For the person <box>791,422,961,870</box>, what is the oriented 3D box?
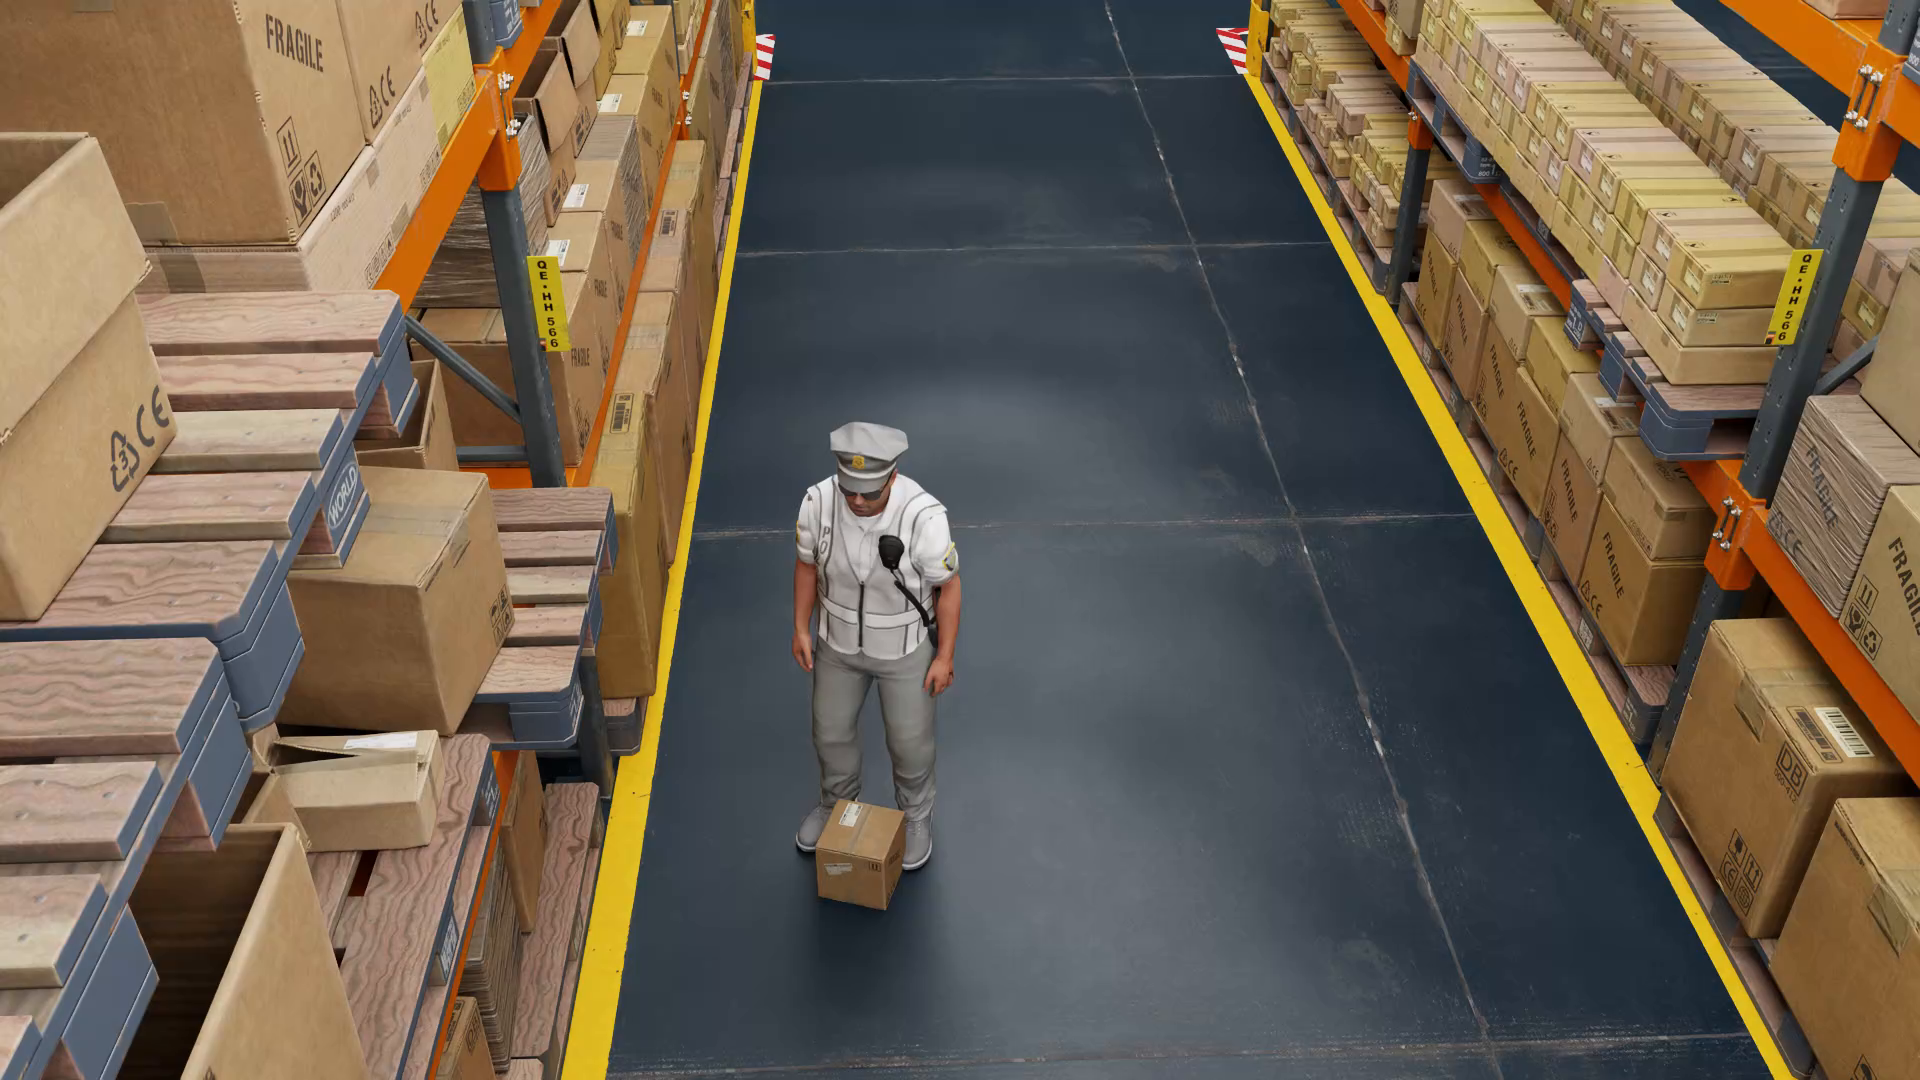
[{"bbox_3d":[-0.285,0.339,5.655,0.585,1.747,0.439,9,36,13],"label":"person"}]
